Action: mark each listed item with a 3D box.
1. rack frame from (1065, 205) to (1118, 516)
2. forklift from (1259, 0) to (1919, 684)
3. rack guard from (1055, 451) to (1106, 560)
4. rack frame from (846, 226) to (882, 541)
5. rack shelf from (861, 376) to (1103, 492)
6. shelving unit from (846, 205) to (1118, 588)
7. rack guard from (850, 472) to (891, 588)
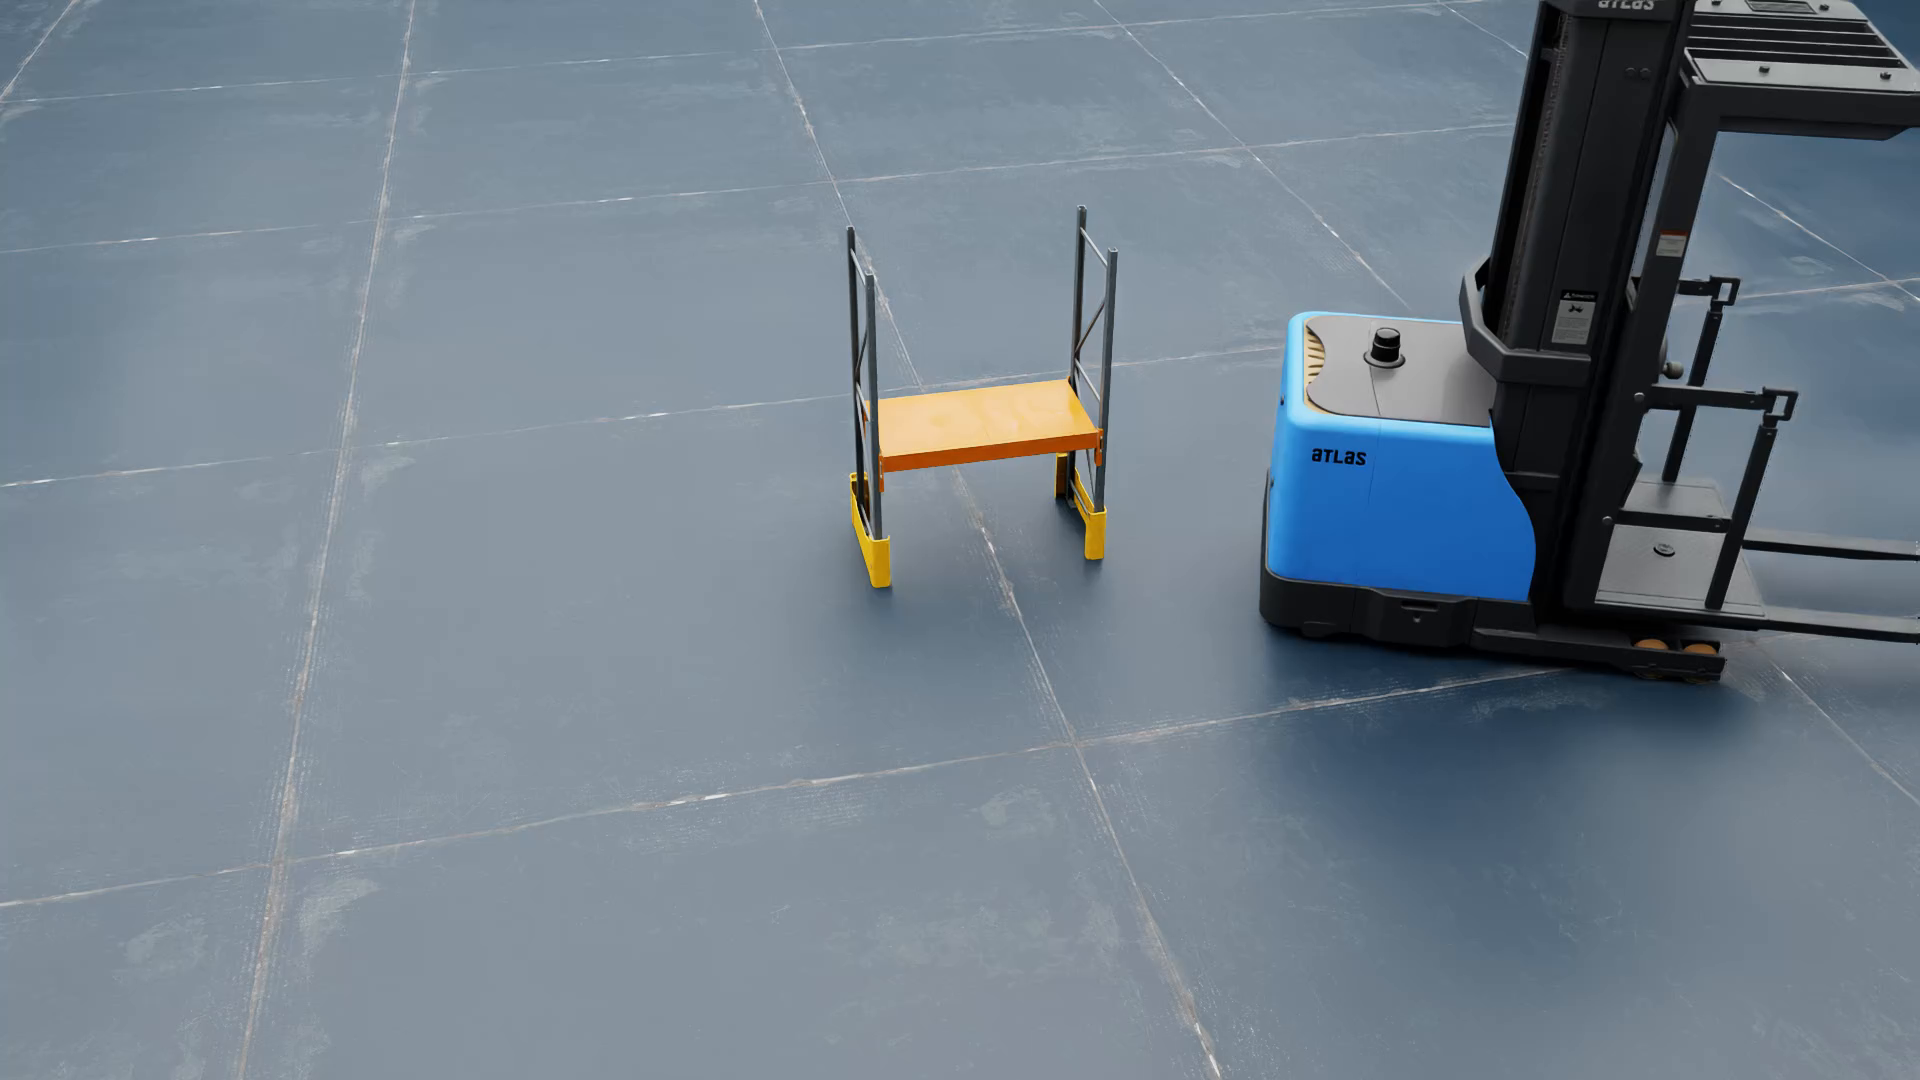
[{"bbox_3d":[0.579,-0.696,7.441,0.032,1.500,0.500,-7,35,-11],"label":"rack frame"},{"bbox_3d":[2.855,-0.943,6.526,3.031,2.935,1.130,5,34,8],"label":"forklift"},{"bbox_3d":[0.560,-0.174,7.786,0.087,0.250,0.587,-7,35,-11],"label":"rack guard"},{"bbox_3d":[-0.413,-0.571,7.255,0.032,1.500,0.500,-7,35,-11],"label":"rack frame"},{"bbox_3d":[0.083,-0.484,7.448,1.000,0.185,0.538,-7,35,-11],"label":"rack shelf"},{"bbox_3d":[0.074,-0.632,7.346,1.083,1.500,0.587,-7,35,-11],"label":"shelving unit"},{"bbox_3d":[-0.411,-0.052,7.603,0.087,0.250,0.587,-7,35,-11],"label":"rack guard"}]
